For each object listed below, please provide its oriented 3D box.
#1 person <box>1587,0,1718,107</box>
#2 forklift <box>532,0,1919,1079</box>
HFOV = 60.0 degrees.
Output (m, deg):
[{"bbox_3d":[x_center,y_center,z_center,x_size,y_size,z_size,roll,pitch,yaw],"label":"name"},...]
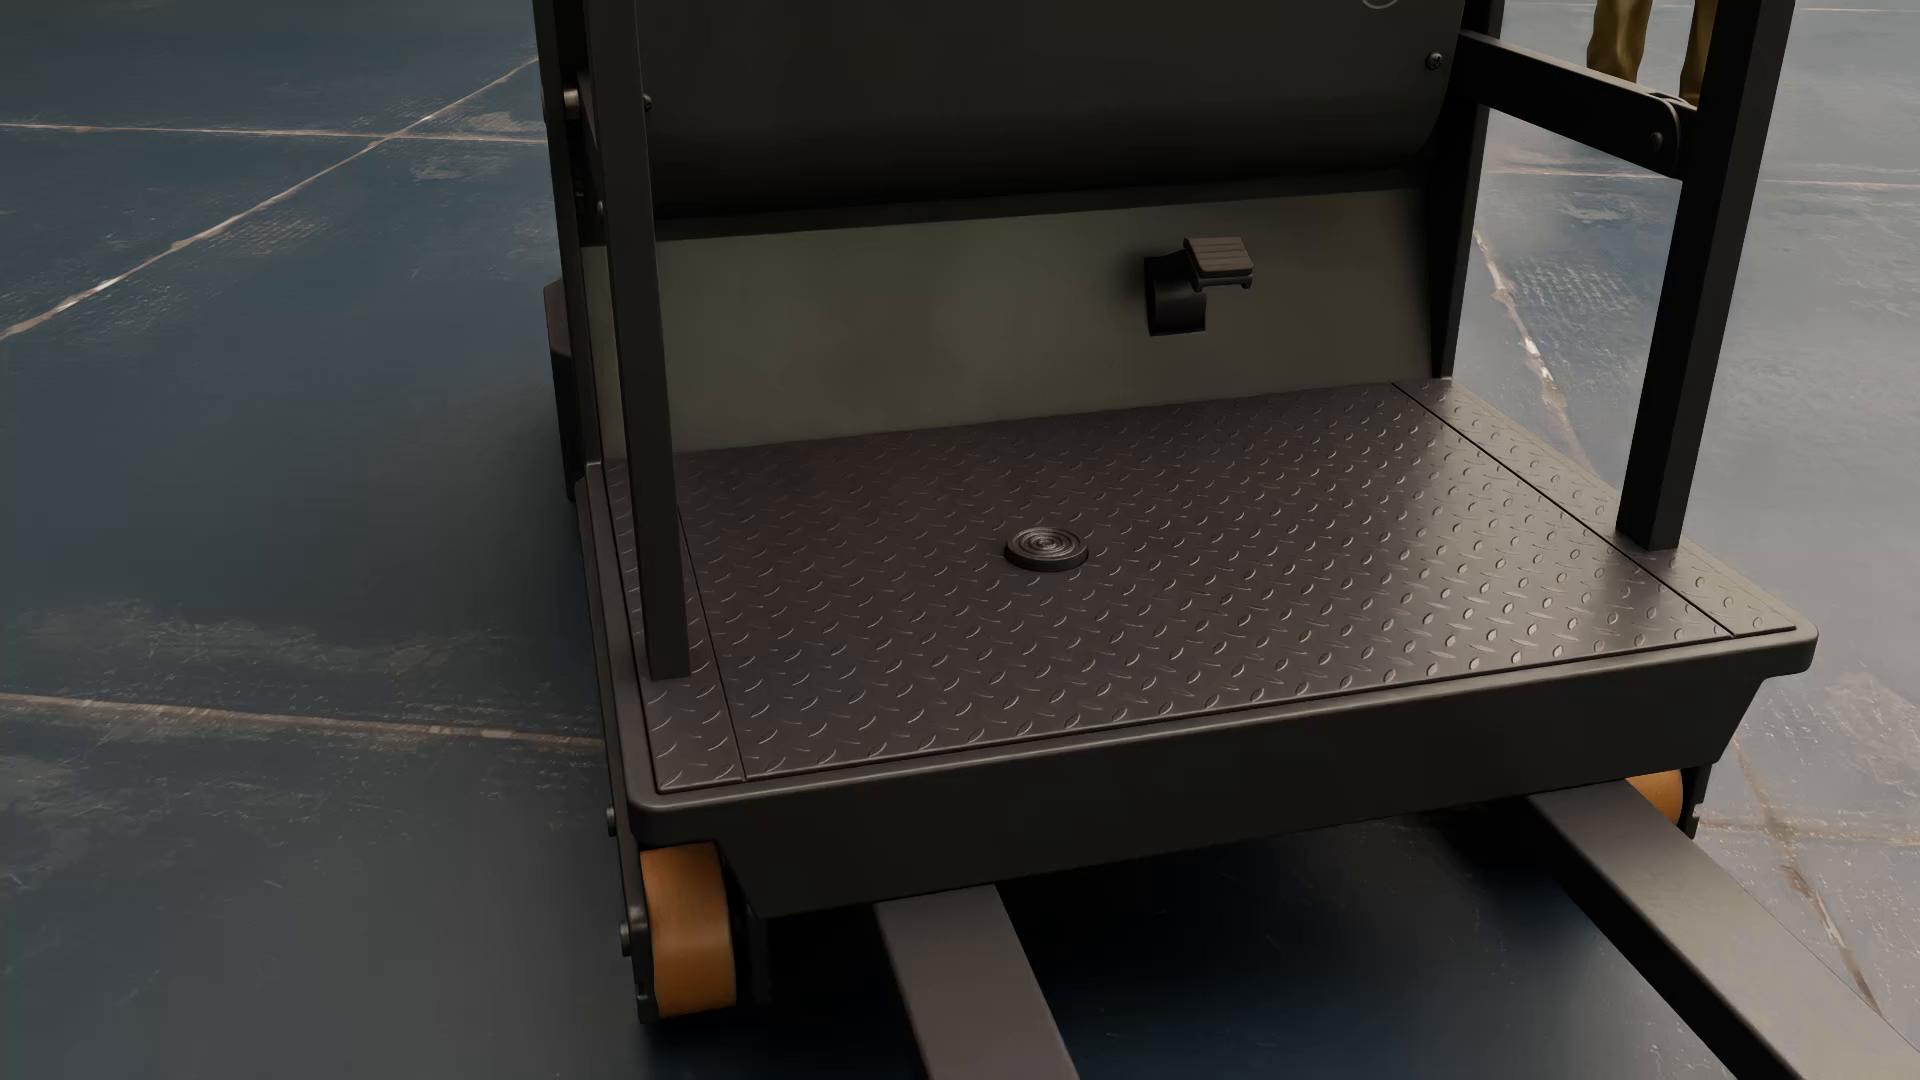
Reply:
[{"bbox_3d":[2.056,-2.034,4.590,0.642,1.774,0.422,19,32,34],"label":"person"},{"bbox_3d":[0.153,-1.049,1.319,1.130,2.935,3.031,-7,27,-13],"label":"forklift"}]
